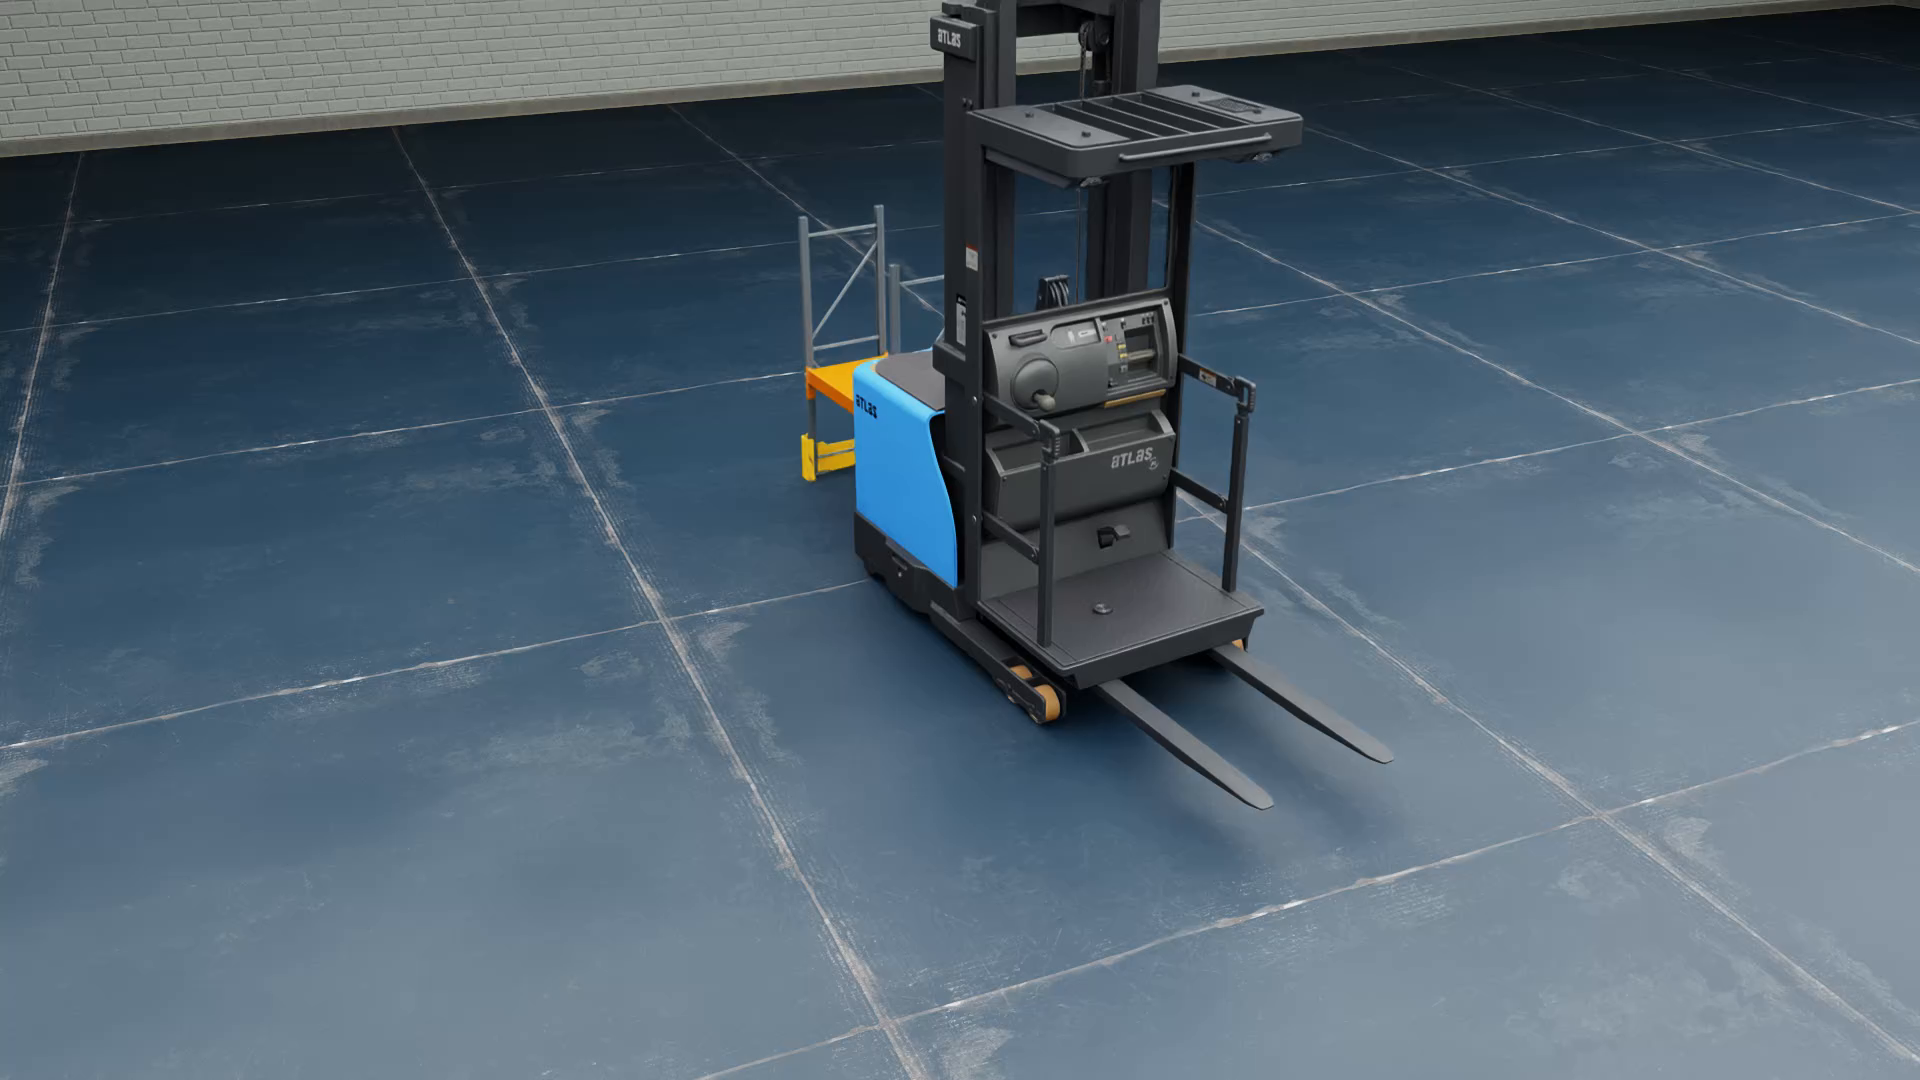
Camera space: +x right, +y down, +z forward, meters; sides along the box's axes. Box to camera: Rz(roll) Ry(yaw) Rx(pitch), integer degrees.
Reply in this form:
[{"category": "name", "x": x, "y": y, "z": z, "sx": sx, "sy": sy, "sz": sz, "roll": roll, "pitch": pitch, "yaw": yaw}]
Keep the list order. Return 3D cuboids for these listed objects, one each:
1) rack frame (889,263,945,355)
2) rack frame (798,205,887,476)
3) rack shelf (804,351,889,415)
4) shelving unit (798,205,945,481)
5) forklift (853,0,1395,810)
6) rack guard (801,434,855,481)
[{"category": "rack frame", "x": -0.123, "y": -0.712, "z": 8.499, "sx": 0.500, "sy": 1.500, "sz": 0.032, "roll": -14, "pitch": 30, "yaw": -27}, {"category": "rack frame", "x": -0.639, "y": -1.096, "z": 9.286, "sx": 0.500, "sy": 1.500, "sz": 0.032, "roll": -14, "pitch": 30, "yaw": -27}, {"category": "rack shelf", "x": -0.381, "y": -0.742, "z": 8.971, "sx": 0.538, "sy": 0.185, "sz": 1.000, "roll": -14, "pitch": 30, "yaw": -27}, {"category": "shelving unit", "x": -0.377, "y": -0.901, "z": 8.885, "sx": 0.587, "sy": 1.500, "sz": 1.083, "roll": -14, "pitch": 30, "yaw": -27}, {"category": "forklift", "x": 0.644, "y": -0.760, "z": 6.966, "sx": 1.130, "sy": 2.935, "sz": 3.031, "roll": -14, "pitch": 30, "yaw": -27}, {"category": "rack guard", "x": -0.629, "y": -0.527, "z": 9.545, "sx": 0.587, "sy": 0.250, "sz": 0.087, "roll": -14, "pitch": 30, "yaw": -27}]
